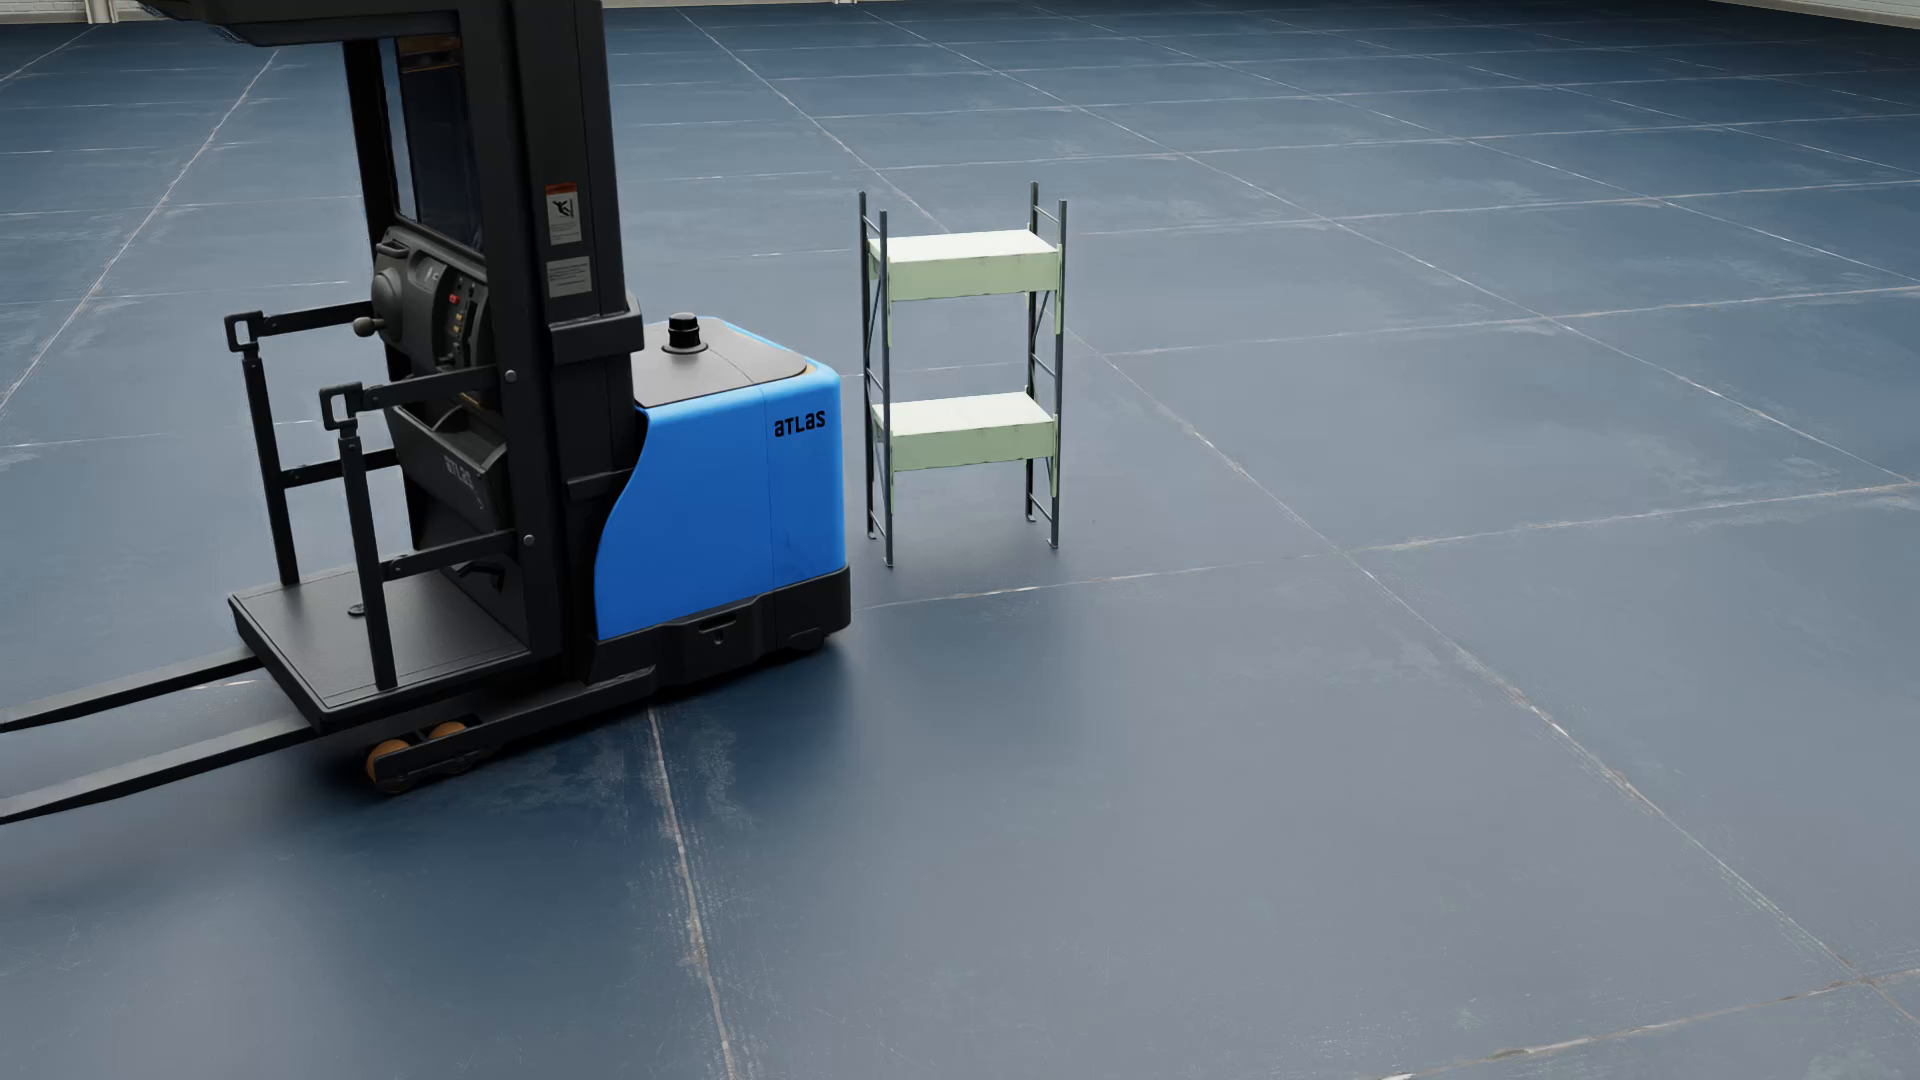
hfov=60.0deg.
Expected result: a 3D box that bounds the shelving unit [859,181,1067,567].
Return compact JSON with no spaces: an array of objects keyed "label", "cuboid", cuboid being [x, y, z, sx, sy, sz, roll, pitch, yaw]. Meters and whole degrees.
[{"label":"shelving unit","cuboid":[0.006,-0.690,6.956,0.755,1.500,0.431,-6,24,-14]}]

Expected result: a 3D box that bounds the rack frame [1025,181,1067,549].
[{"label":"rack frame","cuboid":[0.359,-0.729,7.047,0.023,1.500,0.400,-6,24,-14]}]

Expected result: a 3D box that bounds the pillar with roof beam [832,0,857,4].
[{"label":"pillar with roof beam","cuboid":[-0.883,-12.003,23.811,0.400,9.000,9.100,-6,24,-14]}]

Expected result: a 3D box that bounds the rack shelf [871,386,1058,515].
[{"label":"rack shelf","cuboid":[0.006,-0.390,7.084,0.720,0.370,0.431,-6,24,-14]}]

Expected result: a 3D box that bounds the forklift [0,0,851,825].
[{"label":"forklift","cuboid":[-1.897,-0.769,5.325,3.031,2.935,1.130,-17,28,-34]}]

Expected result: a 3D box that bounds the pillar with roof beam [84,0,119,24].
[{"label":"pillar with roof beam","cuboid":[-12.437,-10.725,20.832,0.400,9.000,9.100,-6,24,-14]}]

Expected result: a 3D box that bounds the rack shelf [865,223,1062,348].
[{"label":"rack shelf","cuboid":[0.006,-1.049,6.802,0.720,0.370,0.431,-6,24,-14]}]

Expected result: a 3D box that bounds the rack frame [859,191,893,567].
[{"label":"rack frame","cuboid":[-0.346,-0.651,6.865,0.023,1.500,0.400,-6,24,-14]}]
